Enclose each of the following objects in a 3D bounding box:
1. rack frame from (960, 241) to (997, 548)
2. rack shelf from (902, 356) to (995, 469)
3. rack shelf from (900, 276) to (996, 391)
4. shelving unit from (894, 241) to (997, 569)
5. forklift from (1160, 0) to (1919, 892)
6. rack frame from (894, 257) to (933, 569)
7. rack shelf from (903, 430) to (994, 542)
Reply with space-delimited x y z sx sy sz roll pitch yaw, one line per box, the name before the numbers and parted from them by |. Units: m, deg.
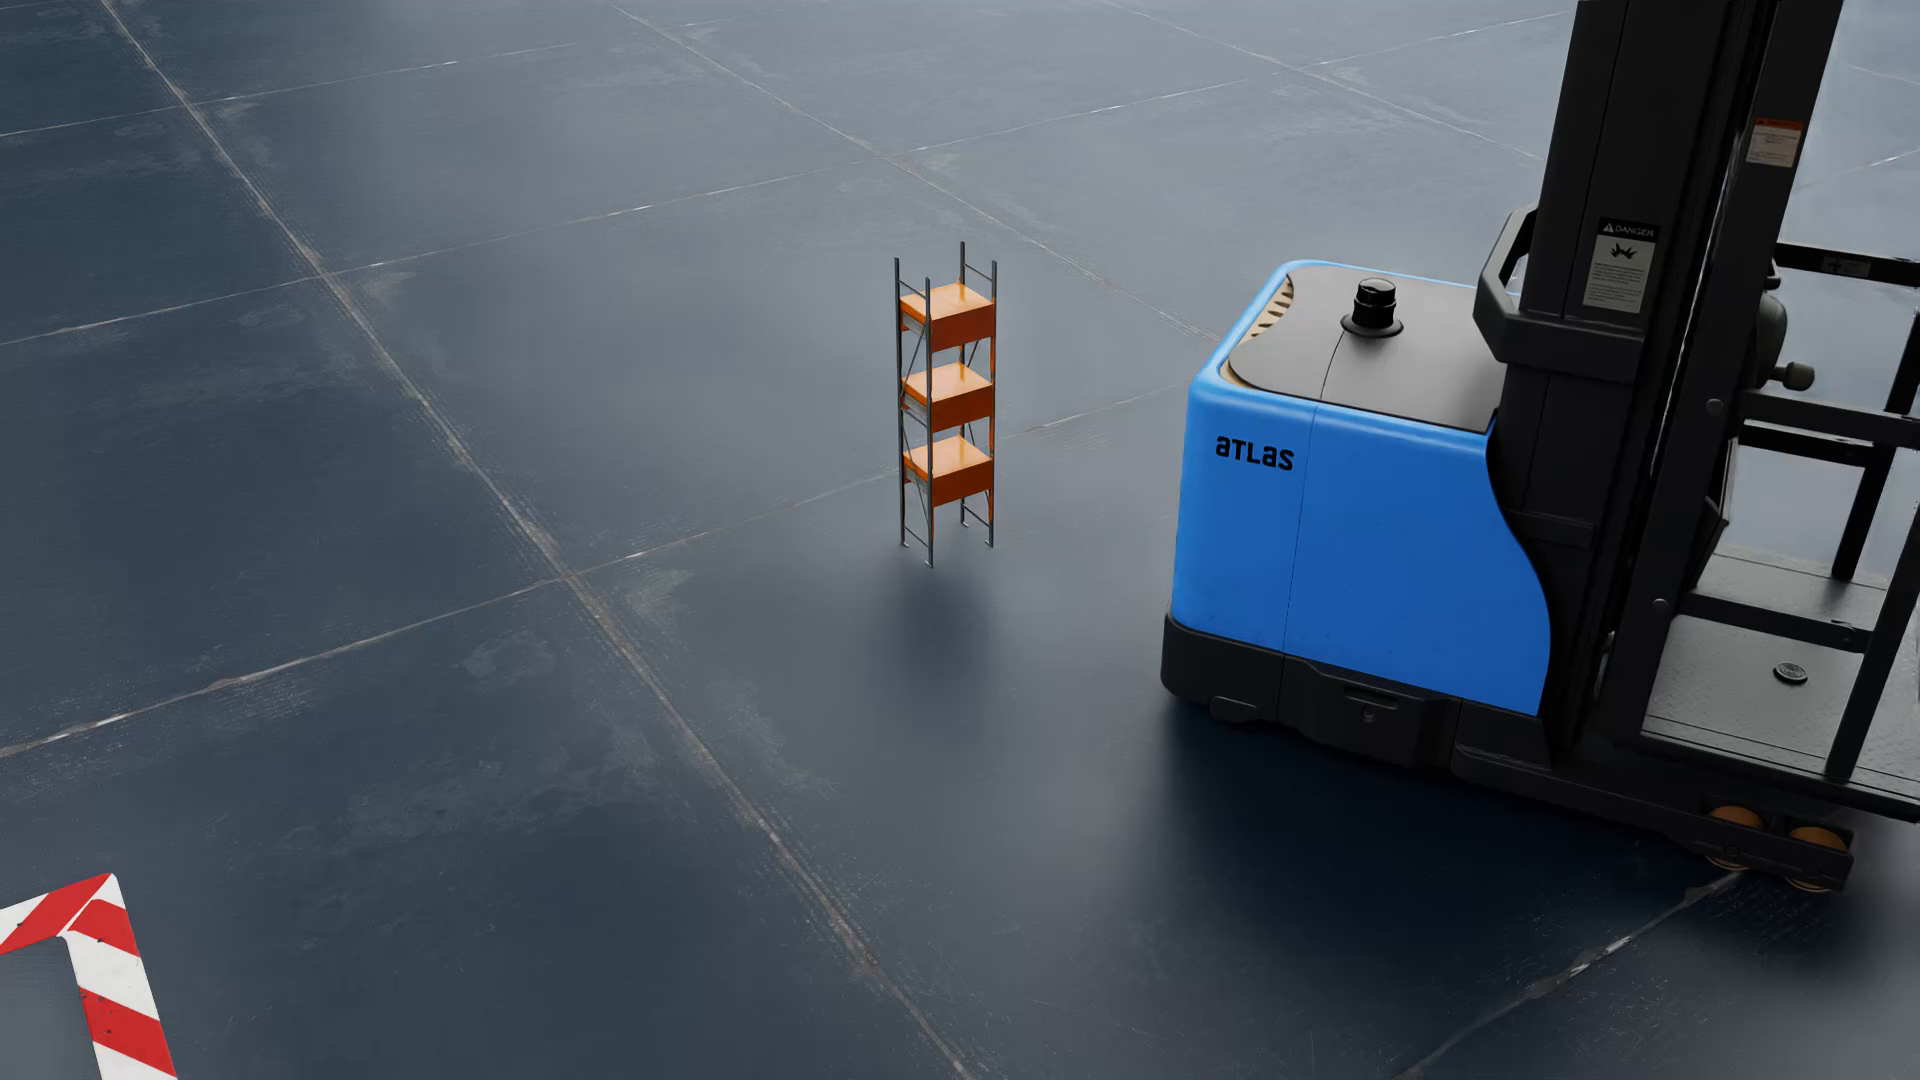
rack frame | 0.058 -0.464 5.501 0.008 1.050 0.200 -19 37 -27
rack shelf | -0.045 -0.420 5.451 0.240 0.259 0.215 -19 37 -27
rack shelf | -0.045 -0.660 5.300 0.240 0.259 0.215 -19 37 -27
shelving unit | -0.045 -0.429 5.445 0.252 1.050 0.215 -19 37 -27
forklift | 2.159 -0.653 4.038 3.031 2.935 1.130 14 35 21
rack frame | -0.148 -0.393 5.389 0.008 1.050 0.200 -19 37 -27
rack shelf | -0.045 -0.185 5.599 0.240 0.259 0.215 -19 37 -27
